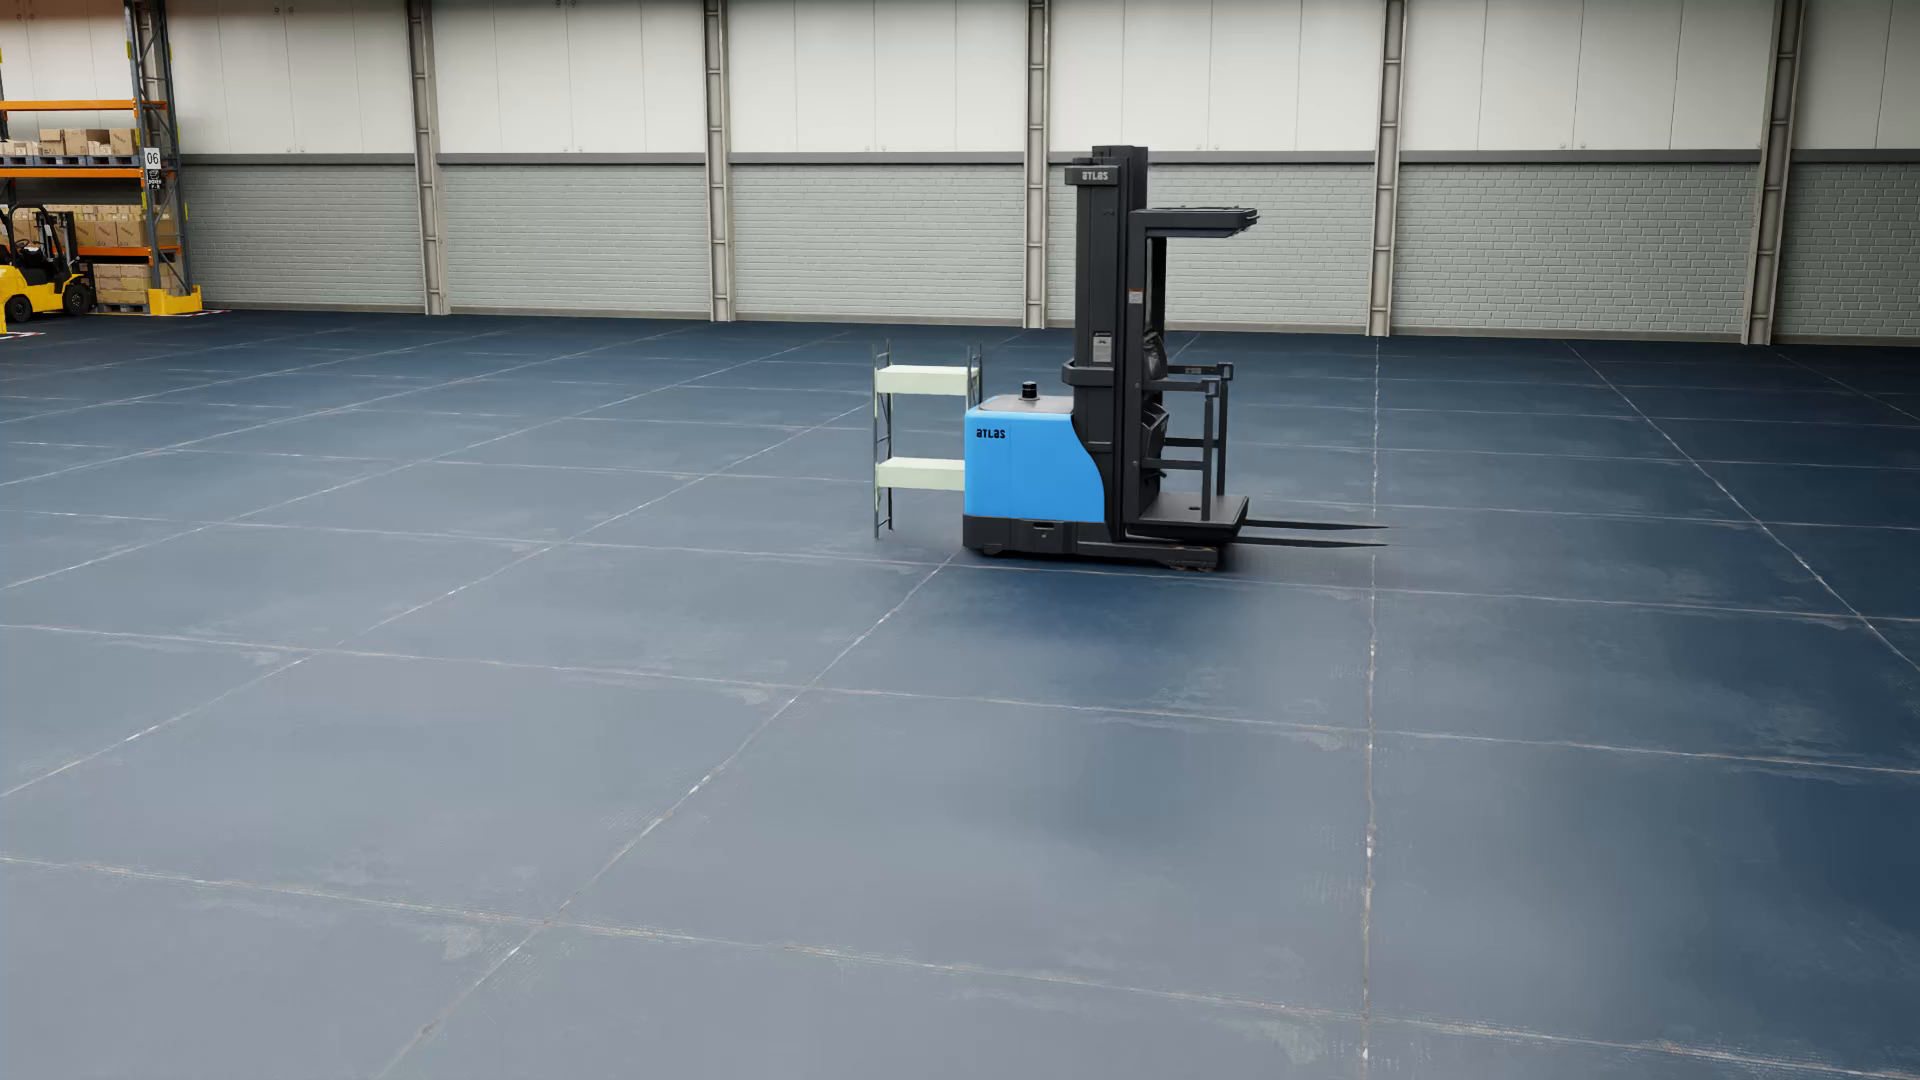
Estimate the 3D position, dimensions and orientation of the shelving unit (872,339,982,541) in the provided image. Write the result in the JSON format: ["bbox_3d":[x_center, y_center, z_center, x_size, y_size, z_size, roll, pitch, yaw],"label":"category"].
[{"bbox_3d":[-0.243,-0.746,12.634,0.748,1.500,0.431,3,13,14],"label":"shelving unit"}]

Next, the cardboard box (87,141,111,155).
[{"bbox_3d":[-16.781,-7.651,32.477,0.258,0.266,0.396,3,13,14],"label":"cardboard box"}]

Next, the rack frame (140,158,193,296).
[{"bbox_3d":[-15.658,-6.006,32.879,0.127,3.000,1.000,3,13,14],"label":"rack frame"}]

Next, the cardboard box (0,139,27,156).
[{"bbox_3d":[-18.792,-7.794,33.017,0.500,0.311,0.500,3,13,15],"label":"cardboard box"}]

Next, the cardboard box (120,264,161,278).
[{"bbox_3d":[-16.180,-5.315,32.835,0.500,0.250,0.500,4,13,15],"label":"cardboard box"}]

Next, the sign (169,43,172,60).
[{"bbox_3d":[-15.519,-9.584,32.635,0.005,0.325,0.100,3,13,14],"label":"sign"}]

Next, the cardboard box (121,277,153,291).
[{"bbox_3d":[-16.205,-5.072,32.894,0.500,0.250,0.500,3,13,13],"label":"cardboard box"}]

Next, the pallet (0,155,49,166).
[{"bbox_3d":[-18.707,-7.596,33.324,1.213,0.211,1.003,3,13,14],"label":"pallet"}]

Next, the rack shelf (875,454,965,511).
[{"bbox_3d":[-0.239,-0.428,12.704,0.720,0.370,0.431,3,13,14],"label":"rack shelf"}]

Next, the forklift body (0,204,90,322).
[{"bbox_3d":[-17.936,-5.306,31.685,1.214,2.155,2.313,3,13,14],"label":"forklift body"}]

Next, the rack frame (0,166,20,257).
[{"bbox_3d":[-19.541,-6.213,33.814,0.127,3.000,1.000,3,13,14],"label":"rack frame"}]

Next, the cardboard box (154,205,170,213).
[{"bbox_3d":[-15.933,-6.579,33.046,0.250,0.149,0.380,3,13,12],"label":"cardboard box"}]

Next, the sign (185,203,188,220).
[{"bbox_3d":[-15.519,-6.584,33.301,0.005,0.325,0.100,3,13,14],"label":"sign"}]

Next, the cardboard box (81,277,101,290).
[{"bbox_3d":[-17.196,-5.123,33.123,0.500,0.250,0.500,3,13,12],"label":"cardboard box"}]

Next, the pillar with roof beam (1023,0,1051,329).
[{"bbox_3d":[0.326,-7.321,24.955,0.400,9.000,9.100,3,13,14],"label":"pillar with roof beam"}]

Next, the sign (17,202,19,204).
[{"bbox_3d":[-19.410,-6.792,34.238,0.005,0.325,0.100,3,13,14],"label":"sign"}]

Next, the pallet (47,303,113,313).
[{"bbox_3d":[-17.591,-4.739,33.607,1.213,0.211,1.003,3,13,14],"label":"pallet"}]

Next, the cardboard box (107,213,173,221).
[{"bbox_3d":[-16.244,-6.403,32.941,0.794,0.149,0.880,3,13,12],"label":"cardboard box"}]

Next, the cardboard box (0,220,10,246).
[{"bbox_3d":[-19.173,-6.184,33.452,0.500,0.500,0.500,3,13,12],"label":"cardboard box"}]

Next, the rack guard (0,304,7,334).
[{"bbox_3d":[-16.917,-3.746,28.462,0.348,0.500,1.175,3,13,14],"label":"rack guard"}]

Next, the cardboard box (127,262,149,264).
[{"bbox_3d":[-16.565,-5.447,33.428,0.500,0.250,0.500,3,13,14],"label":"cardboard box"}]

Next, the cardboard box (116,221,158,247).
[{"bbox_3d":[-16.199,-6.025,32.734,0.500,0.500,0.500,3,13,12],"label":"cardboard box"}]

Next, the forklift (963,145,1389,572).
[{"bbox_3d":[1.594,-1.334,11.979,3.031,2.935,1.130,3,13,14],"label":"forklift"}]

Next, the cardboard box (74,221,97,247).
[{"bbox_3d":[-17.198,-6.080,32.984,0.500,0.500,0.500,3,13,12],"label":"cardboard box"}]

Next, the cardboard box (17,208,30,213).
[{"bbox_3d":[-18.552,-6.604,33.161,0.250,0.149,0.380,3,13,15],"label":"cardboard box"}]

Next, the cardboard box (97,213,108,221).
[{"bbox_3d":[-16.792,-6.379,32.832,0.250,0.149,0.380,3,13,13],"label":"cardboard box"}]

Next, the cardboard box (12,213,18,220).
[{"bbox_3d":[-18.784,-6.486,33.316,0.250,0.149,0.380,3,13,13],"label":"cardboard box"}]

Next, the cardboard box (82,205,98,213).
[{"bbox_3d":[-17.067,-6.524,32.798,0.250,0.149,0.380,3,13,15],"label":"cardboard box"}]

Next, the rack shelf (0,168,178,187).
[{"bbox_3d":[-23.379,-6.942,34.623,15.904,1.578,1.077,3,13,14],"label":"rack shelf"}]

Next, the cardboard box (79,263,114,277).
[{"bbox_3d":[-17.169,-5.364,33.057,0.500,0.250,0.500,3,13,14],"label":"cardboard box"}]

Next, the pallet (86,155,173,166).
[{"bbox_3d":[-16.338,-7.469,32.753,1.213,0.211,1.003,3,13,14],"label":"pallet"}]

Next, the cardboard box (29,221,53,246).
[{"bbox_3d":[-18.172,-6.135,33.229,0.500,0.500,0.500,3,13,13],"label":"cardboard box"}]

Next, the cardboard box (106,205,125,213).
[{"bbox_3d":[-16.564,-6.505,32.713,0.250,0.149,0.380,3,13,15],"label":"cardboard box"}]

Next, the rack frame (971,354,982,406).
[{"bbox_3d":[0.115,-0.726,12.543,0.010,1.308,0.380,3,13,14],"label":"rack frame"}]

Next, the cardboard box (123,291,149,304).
[{"bbox_3d":[-16.190,-4.826,32.941,0.500,0.250,0.500,3,13,14],"label":"cardboard box"}]

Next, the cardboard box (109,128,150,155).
[{"bbox_3d":[-16.146,-7.745,32.359,0.500,0.500,0.500,3,13,15],"label":"cardboard box"}]

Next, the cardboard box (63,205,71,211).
[{"bbox_3d":[-17.547,-6.569,33.003,0.250,0.149,0.380,3,13,14],"label":"cardboard box"}]

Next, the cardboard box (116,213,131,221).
[{"bbox_3d":[-18.208,-5.710,30.971,3.004,0.649,4.768,3,13,14],"label":"cardboard box"}]

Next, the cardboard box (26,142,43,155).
[{"bbox_3d":[-18.173,-7.725,32.813,0.258,0.266,0.396,3,13,12],"label":"cardboard box"}]

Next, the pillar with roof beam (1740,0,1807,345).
[{"bbox_3d":[11.977,-6.698,22.148,0.400,9.000,9.100,3,13,14],"label":"pillar with roof beam"}]
